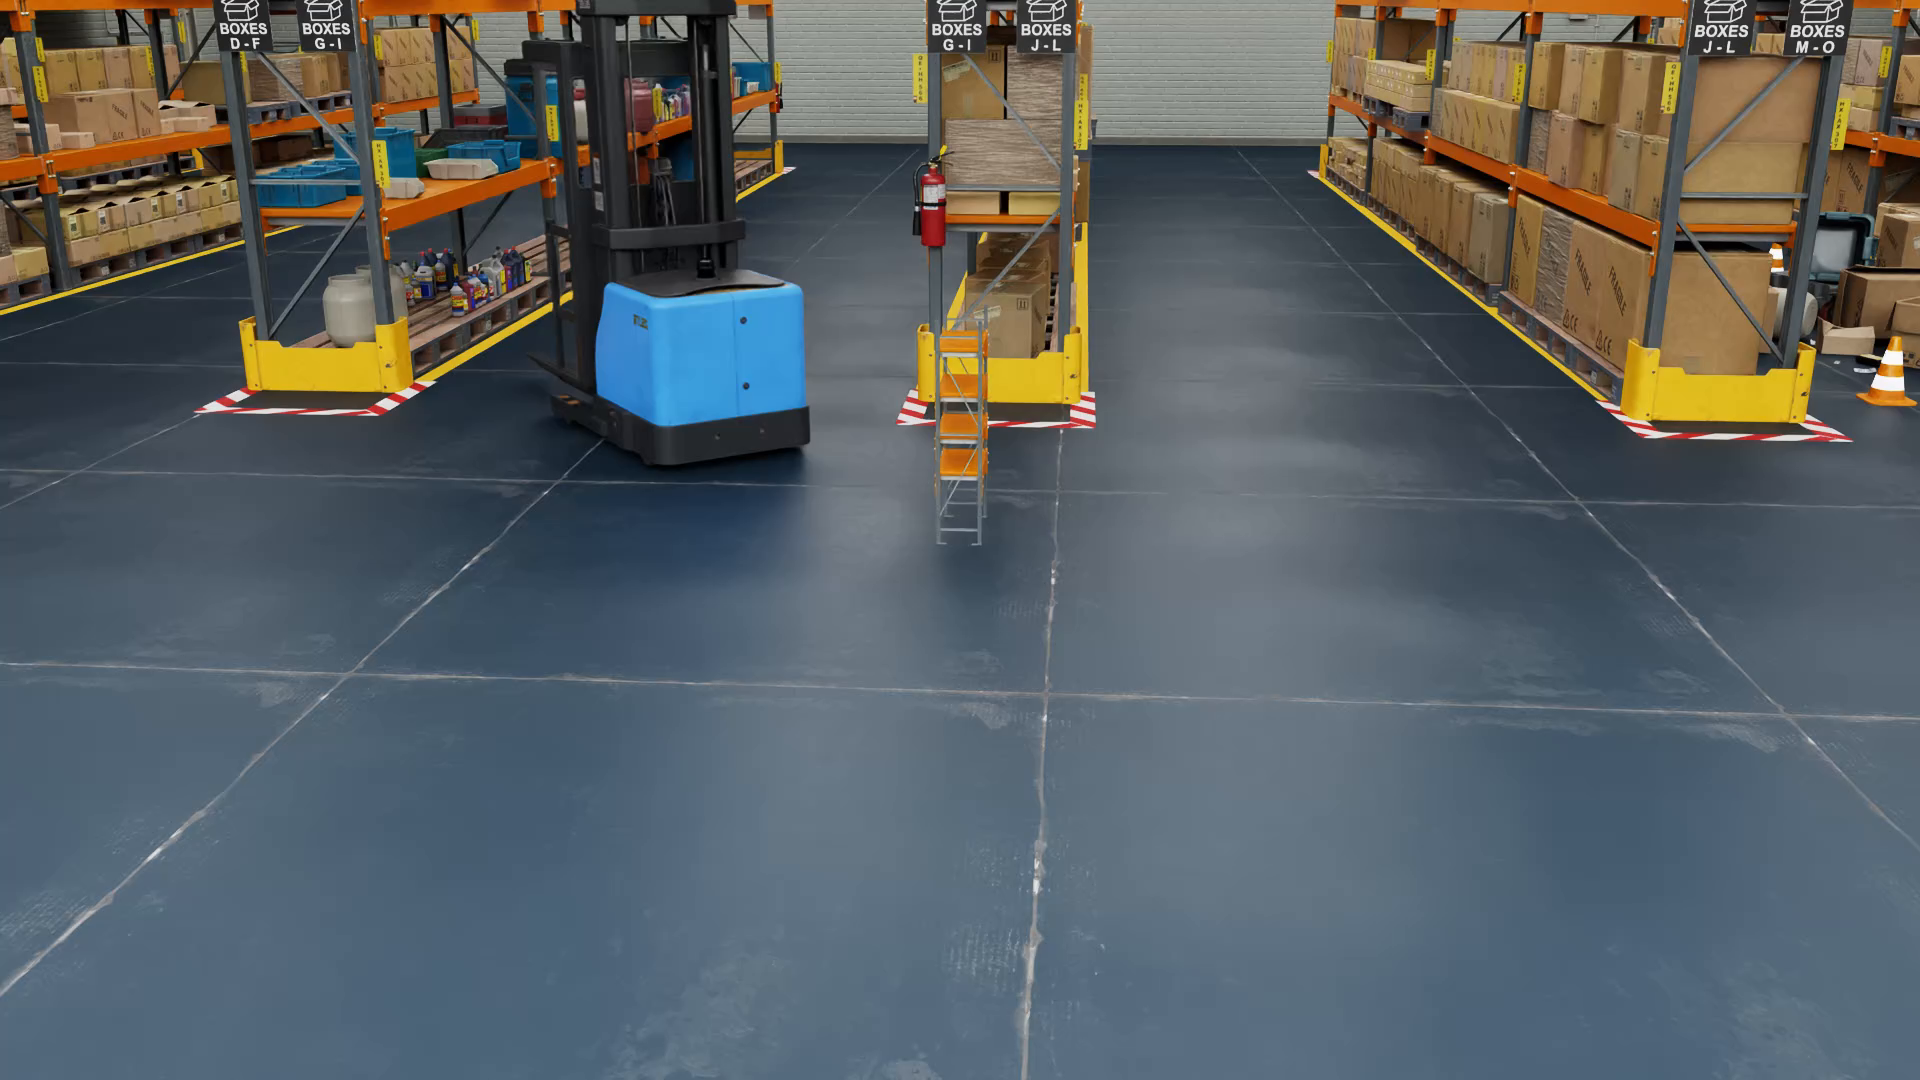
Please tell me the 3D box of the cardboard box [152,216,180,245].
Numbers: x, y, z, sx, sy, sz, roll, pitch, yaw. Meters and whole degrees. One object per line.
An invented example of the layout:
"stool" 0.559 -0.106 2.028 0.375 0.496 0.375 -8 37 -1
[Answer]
"cardboard box" -8.925 -3.394 18.205 0.500 0.250 0.500 2 18 5

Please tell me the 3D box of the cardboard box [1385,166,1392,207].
"cardboard box" 5.705 -4.485 21.132 0.500 0.500 0.500 2 18 5

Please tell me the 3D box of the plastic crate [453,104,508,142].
"plastic crate" -4.641 -3.980 16.148 0.402 0.464 0.583 1 18 4

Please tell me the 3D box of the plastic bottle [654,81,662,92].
"plastic bottle" -4.149 -6.138 22.919 0.144 0.351 0.185 1 18 4

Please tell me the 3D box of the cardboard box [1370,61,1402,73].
"cardboard box" 5.582 -6.188 21.764 0.380 0.149 0.250 2 18 5

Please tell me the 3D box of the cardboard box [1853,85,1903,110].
"cardboard box" 10.522 -5.025 18.879 0.500 0.250 0.500 1 18 4

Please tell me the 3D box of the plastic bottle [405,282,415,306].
"plastic bottle" -4.782 -2.133 14.402 0.097 0.201 0.097 0 18 0

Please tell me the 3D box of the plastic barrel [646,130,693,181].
"plastic barrel" -3.904 -5.090 22.336 0.600 0.901 0.708 1 18 4

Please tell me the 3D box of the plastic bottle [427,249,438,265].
"plastic bottle" -4.842 -2.501 15.285 0.144 0.351 0.185 2 18 5

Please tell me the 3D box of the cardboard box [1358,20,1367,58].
"cardboard box" 5.879 -7.001 23.226 0.500 0.500 0.500 1 18 2

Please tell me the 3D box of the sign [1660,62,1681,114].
"sign" 4.683 -2.976 10.949 0.100 0.325 0.005 1 18 4

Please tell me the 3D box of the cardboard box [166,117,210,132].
"cardboard box" -8.813 -4.741 18.978 0.380 0.149 0.250 1 18 4

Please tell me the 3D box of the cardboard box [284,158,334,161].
"cardboard box" -8.601 -4.783 22.010 0.500 0.500 0.500 1 18 2

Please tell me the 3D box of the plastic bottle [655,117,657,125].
"plastic bottle" -3.695 -5.136 19.986 0.097 0.271 0.097 0 18 0

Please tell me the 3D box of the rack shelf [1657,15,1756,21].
"rack shelf" 11.171 -7.649 23.789 1.077 0.370 4.000 1 18 4

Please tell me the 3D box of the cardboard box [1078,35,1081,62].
"cardboard box" 0.777 -4.044 14.204 0.500 0.500 0.500 1 18 4

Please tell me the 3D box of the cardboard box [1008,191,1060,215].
"cardboard box" 0.541 -2.403 11.842 0.380 0.149 0.250 1 18 4

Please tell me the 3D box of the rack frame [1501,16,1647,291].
"rack frame" 5.510 -3.539 14.907 1.000 3.000 0.127 1 18 4

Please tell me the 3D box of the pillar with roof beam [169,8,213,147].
"pillar with roof beam" -9.767 -11.353 29.118 9.100 9.000 0.400 1 18 4

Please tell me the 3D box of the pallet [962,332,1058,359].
"pallet" 0.382 -1.389 12.823 1.003 0.211 1.213 1 18 4

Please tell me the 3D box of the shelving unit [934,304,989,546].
"shelving unit" 0.012 -0.622 8.893 0.258 1.200 0.503 1 18 4

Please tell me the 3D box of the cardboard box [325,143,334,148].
"cardboard box" -8.980 -5.593 24.482 0.500 0.500 0.500 1 18 4

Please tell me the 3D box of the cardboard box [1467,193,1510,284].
"cardboard box" 5.464 -2.865 15.786 1.050 0.750 0.750 1 18 4

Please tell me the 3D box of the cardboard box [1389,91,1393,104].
"cardboard box" 5.470 -5.423 20.386 0.380 0.149 0.250 2 18 6

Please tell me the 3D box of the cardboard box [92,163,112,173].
"cardboard box" -13.483 -5.895 25.437 0.700 0.500 0.500 1 18 3

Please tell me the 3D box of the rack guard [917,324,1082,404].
"rack guard" 0.288 -1.275 12.010 1.175 0.500 0.348 1 18 4

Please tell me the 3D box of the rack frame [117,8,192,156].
"rack frame" -13.392 -7.740 27.727 1.000 3.000 0.127 1 18 4

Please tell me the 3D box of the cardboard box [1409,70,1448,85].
"cardboard box" 5.374 -5.307 19.075 0.380 0.149 0.250 1 18 2

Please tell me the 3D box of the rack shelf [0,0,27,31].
"rack shelf" -9.454 -4.366 13.768 1.077 0.370 4.000 1 18 4

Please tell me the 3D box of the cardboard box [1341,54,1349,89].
"cardboard box" 6.001 -7.003 24.840 0.500 0.500 0.500 2 18 5

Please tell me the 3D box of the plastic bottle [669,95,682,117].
"plastic bottle" -3.631 -5.533 21.191 0.152 0.276 0.135 1 18 4

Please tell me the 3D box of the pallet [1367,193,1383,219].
"pallet" 6.029 -4.457 22.186 1.003 0.211 1.213 1 18 4

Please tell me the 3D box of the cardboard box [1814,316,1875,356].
"cardboard box" 7.223 -1.665 13.578 0.396 0.266 0.258 4 19 13

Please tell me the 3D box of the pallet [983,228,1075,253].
"pallet" 0.799 -3.356 18.826 1.003 0.211 1.213 1 18 4

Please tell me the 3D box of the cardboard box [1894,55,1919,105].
"cardboard box" 10.478 -4.956 17.919 0.500 0.500 0.500 1 18 2

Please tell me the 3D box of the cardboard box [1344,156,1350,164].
"cardboard box" 6.020 -5.772 25.147 0.380 0.149 0.250 0 18 1

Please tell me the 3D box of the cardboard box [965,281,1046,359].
"cardboard box" 0.344 -1.644 12.464 0.500 0.500 0.500 5 19 14

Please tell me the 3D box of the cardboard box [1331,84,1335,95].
"cardboard box" 6.020 -7.053 26.035 0.380 0.149 0.250 1 18 3

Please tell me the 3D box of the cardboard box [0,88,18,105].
"cardboard box" -9.117 -4.170 15.630 0.380 0.149 0.250 1 18 4

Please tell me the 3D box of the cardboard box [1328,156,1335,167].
"cardboard box" 6.013 -5.955 26.185 0.380 0.149 0.250 2 18 5

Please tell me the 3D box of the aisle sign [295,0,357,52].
"aisle sign" -4.370 -3.756 11.394 0.394 0.787 0.004 1 18 4

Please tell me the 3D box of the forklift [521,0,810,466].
"forklift" -2.171 -2.249 11.079 1.130 2.935 3.031 -11 21 -31

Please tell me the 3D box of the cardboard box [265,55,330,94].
"cardboard box" -8.981 -6.278 22.431 0.700 0.500 0.500 4 19 13

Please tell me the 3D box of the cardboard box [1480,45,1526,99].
"cardboard box" 5.648 -4.690 16.652 0.700 0.500 0.500 1 18 3

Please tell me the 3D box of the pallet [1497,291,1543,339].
"pallet" 5.377 -1.980 14.626 1.003 0.211 1.213 1 18 4

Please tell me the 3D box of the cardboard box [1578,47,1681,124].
"cardboard box" 5.319 -3.507 12.833 0.875 0.550 0.500 1 18 4

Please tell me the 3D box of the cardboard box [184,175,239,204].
"cardboard box" -8.816 -4.137 19.573 0.500 0.311 0.500 2 18 5

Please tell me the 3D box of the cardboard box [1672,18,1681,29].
"cardboard box" 10.932 -7.753 24.958 0.380 0.149 0.250 2 18 6

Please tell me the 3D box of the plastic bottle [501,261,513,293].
"plastic bottle" -4.113 -2.393 15.063 0.061 0.283 0.133 3 18 8

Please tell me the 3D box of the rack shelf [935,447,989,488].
"rack shelf" 0.012 -0.369 8.976 0.258 0.148 0.480 1 18 4

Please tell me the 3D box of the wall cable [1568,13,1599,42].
"wall cable" 11.695 -9.437 31.223 0.585 1.953 0.123 1 18 4

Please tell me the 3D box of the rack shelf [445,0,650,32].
"rack shelf" -4.227 -5.497 17.219 1.077 0.370 4.000 1 18 4

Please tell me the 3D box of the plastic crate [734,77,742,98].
"plastic crate" -3.504 -6.719 24.705 0.437 0.282 0.530 1 18 4

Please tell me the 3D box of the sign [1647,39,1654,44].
"sign" 10.761 -7.650 25.936 0.100 0.325 0.005 1 18 4

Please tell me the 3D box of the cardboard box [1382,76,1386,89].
"cardboard box" 5.507 -5.726 20.831 0.380 0.149 0.250 1 18 3
